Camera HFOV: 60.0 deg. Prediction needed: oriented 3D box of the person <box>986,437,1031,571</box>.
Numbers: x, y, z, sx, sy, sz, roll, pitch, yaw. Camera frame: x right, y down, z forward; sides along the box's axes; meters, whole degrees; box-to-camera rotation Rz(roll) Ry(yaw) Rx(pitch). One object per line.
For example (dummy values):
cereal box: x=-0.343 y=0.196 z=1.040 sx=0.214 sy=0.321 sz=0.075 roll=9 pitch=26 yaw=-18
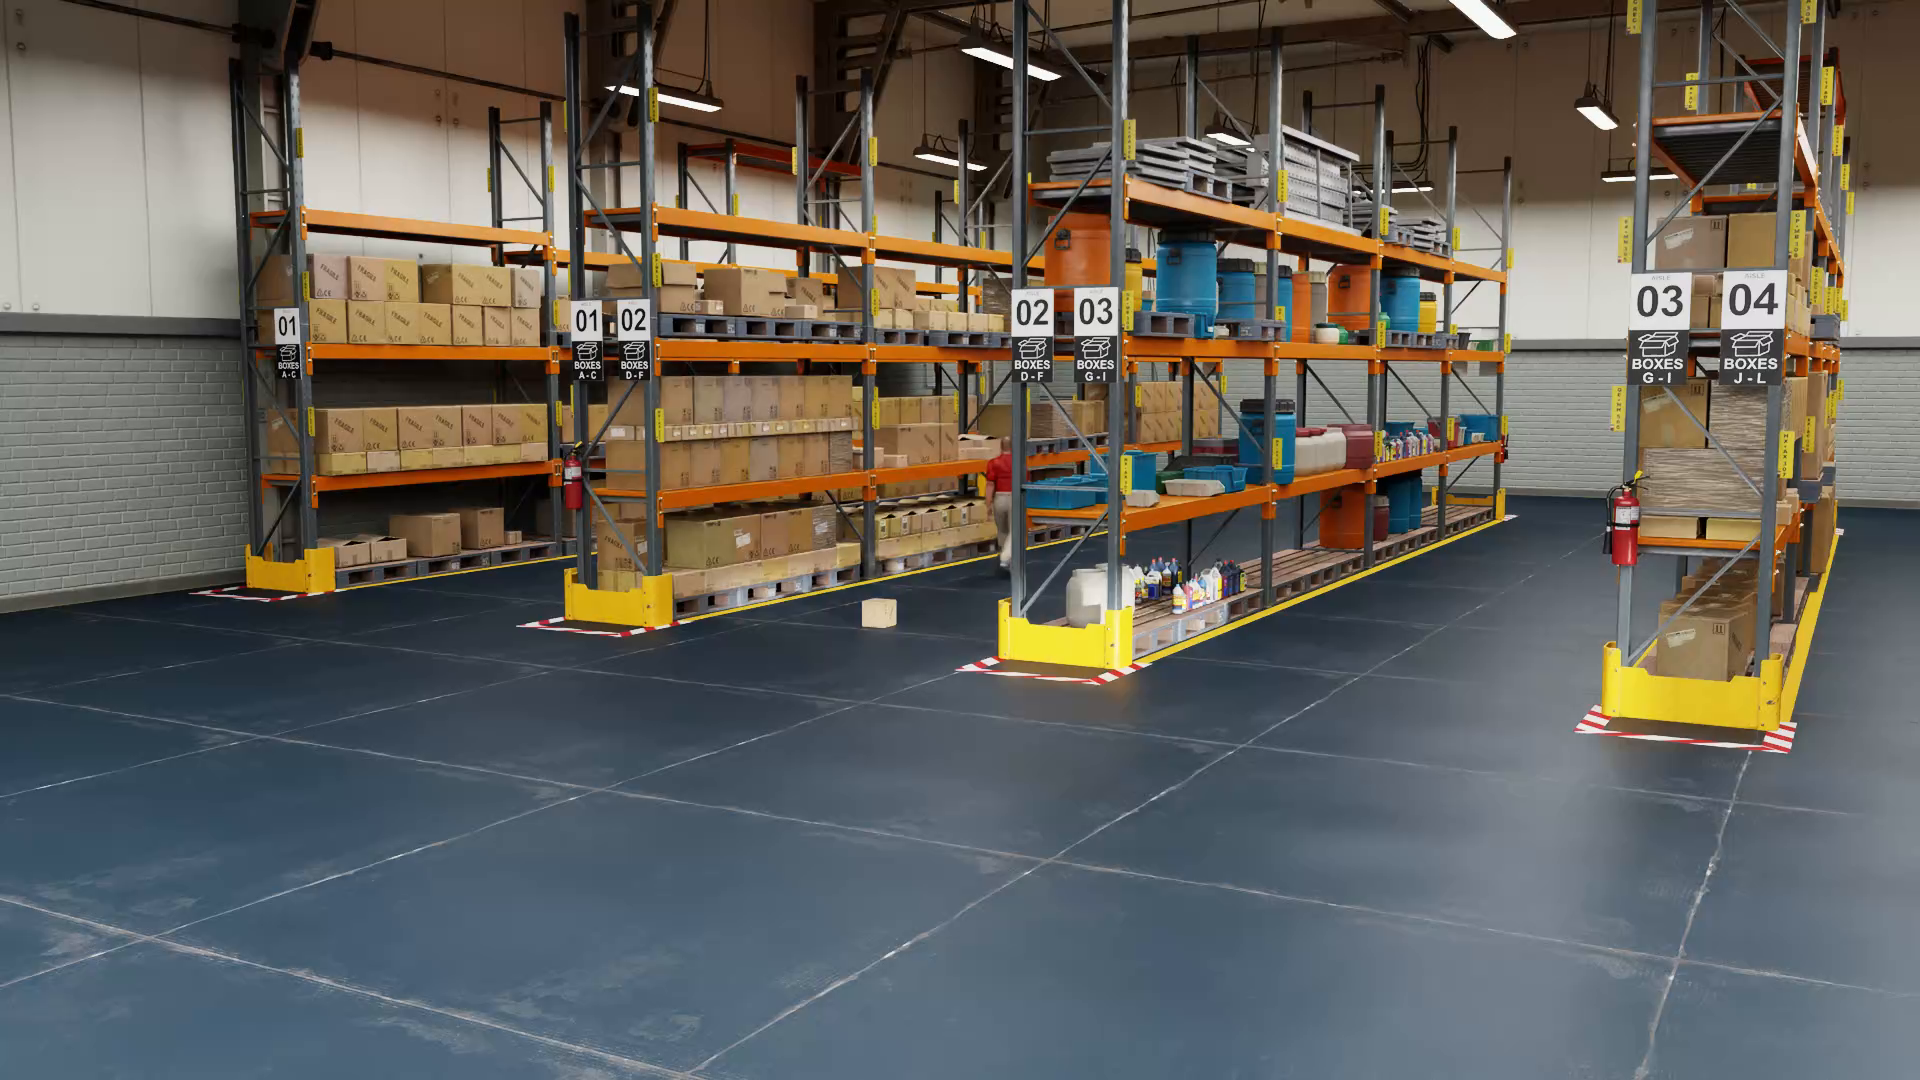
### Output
person: x=0.619 y=-0.437 z=20.482 sx=0.549 sy=1.679 sz=1.007 roll=2 pitch=6 yaw=18
